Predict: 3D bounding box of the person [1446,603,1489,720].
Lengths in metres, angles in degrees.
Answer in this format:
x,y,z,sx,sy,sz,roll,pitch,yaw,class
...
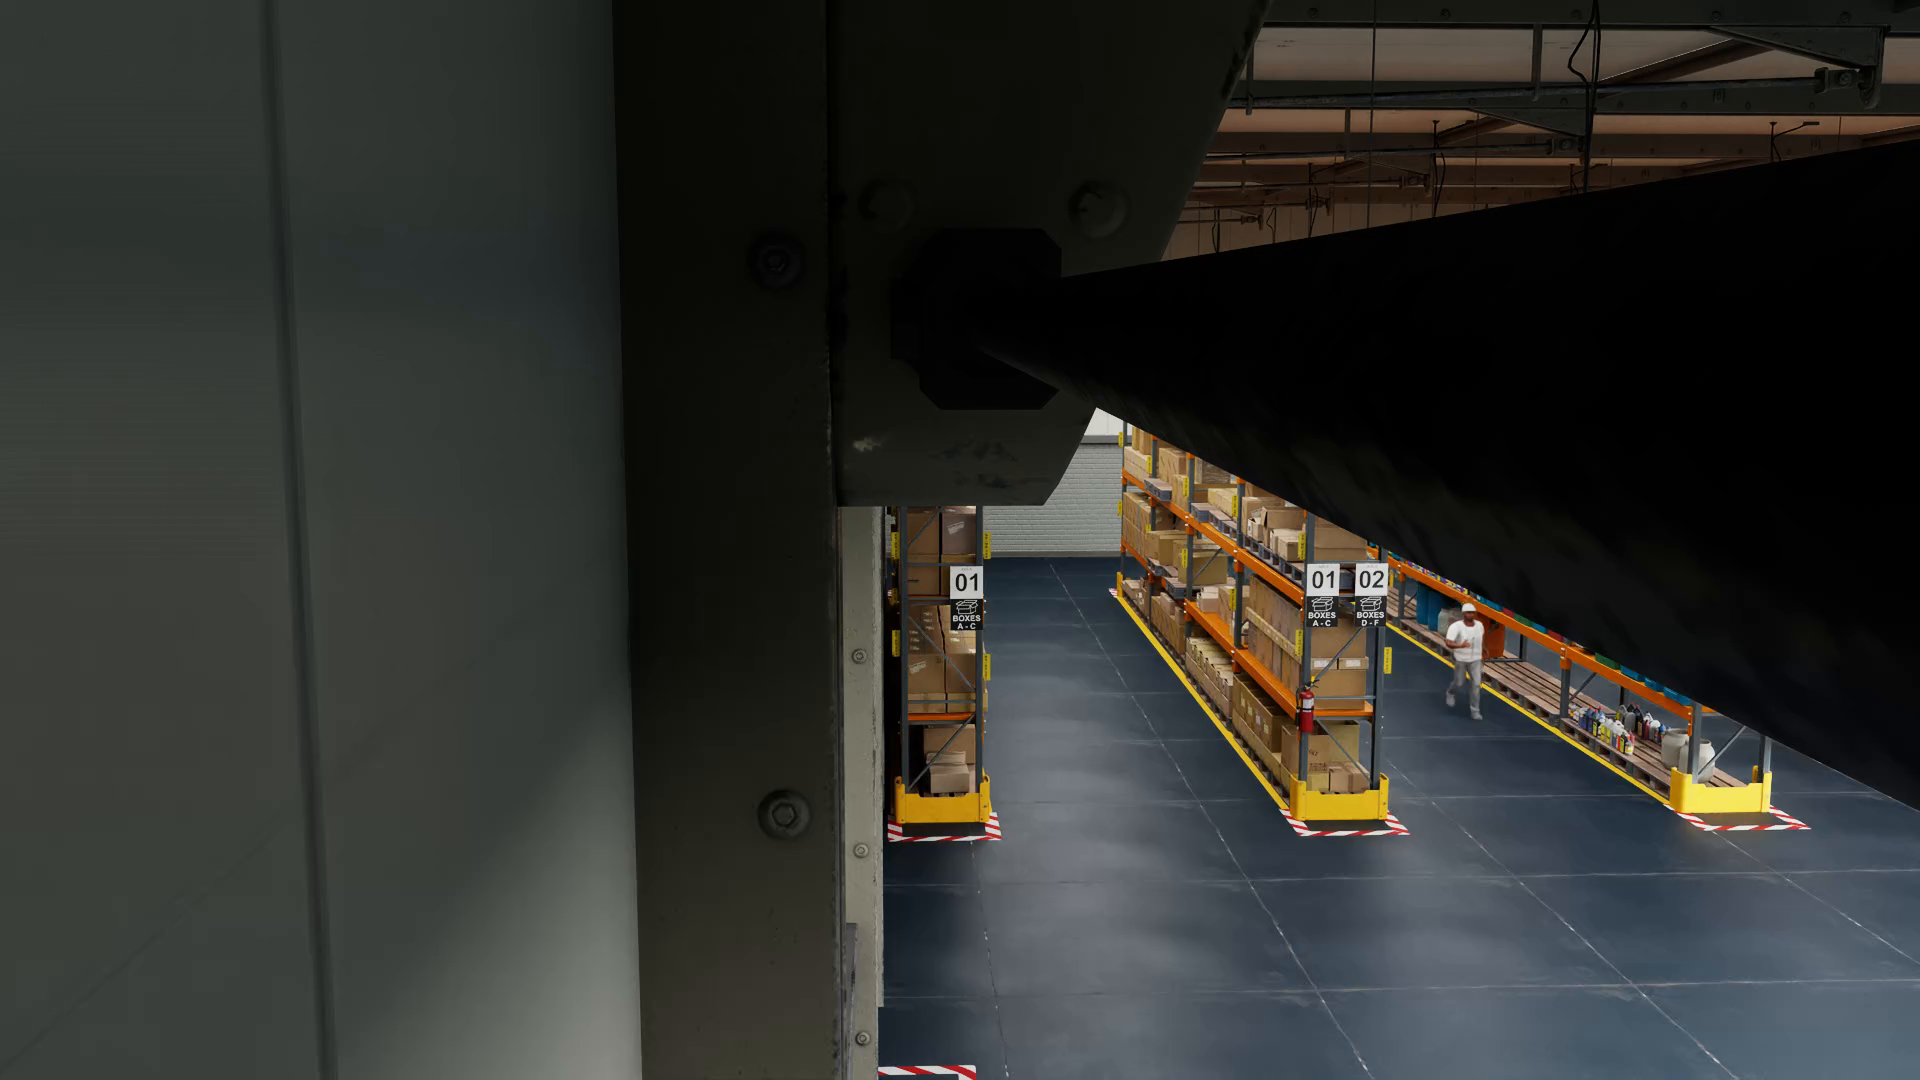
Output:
x,y,z,sx,sy,sz,roll,pitch,yaw,class
7.844,1.841,25.709,0.712,1.744,0.961,-1,8,-5,person
